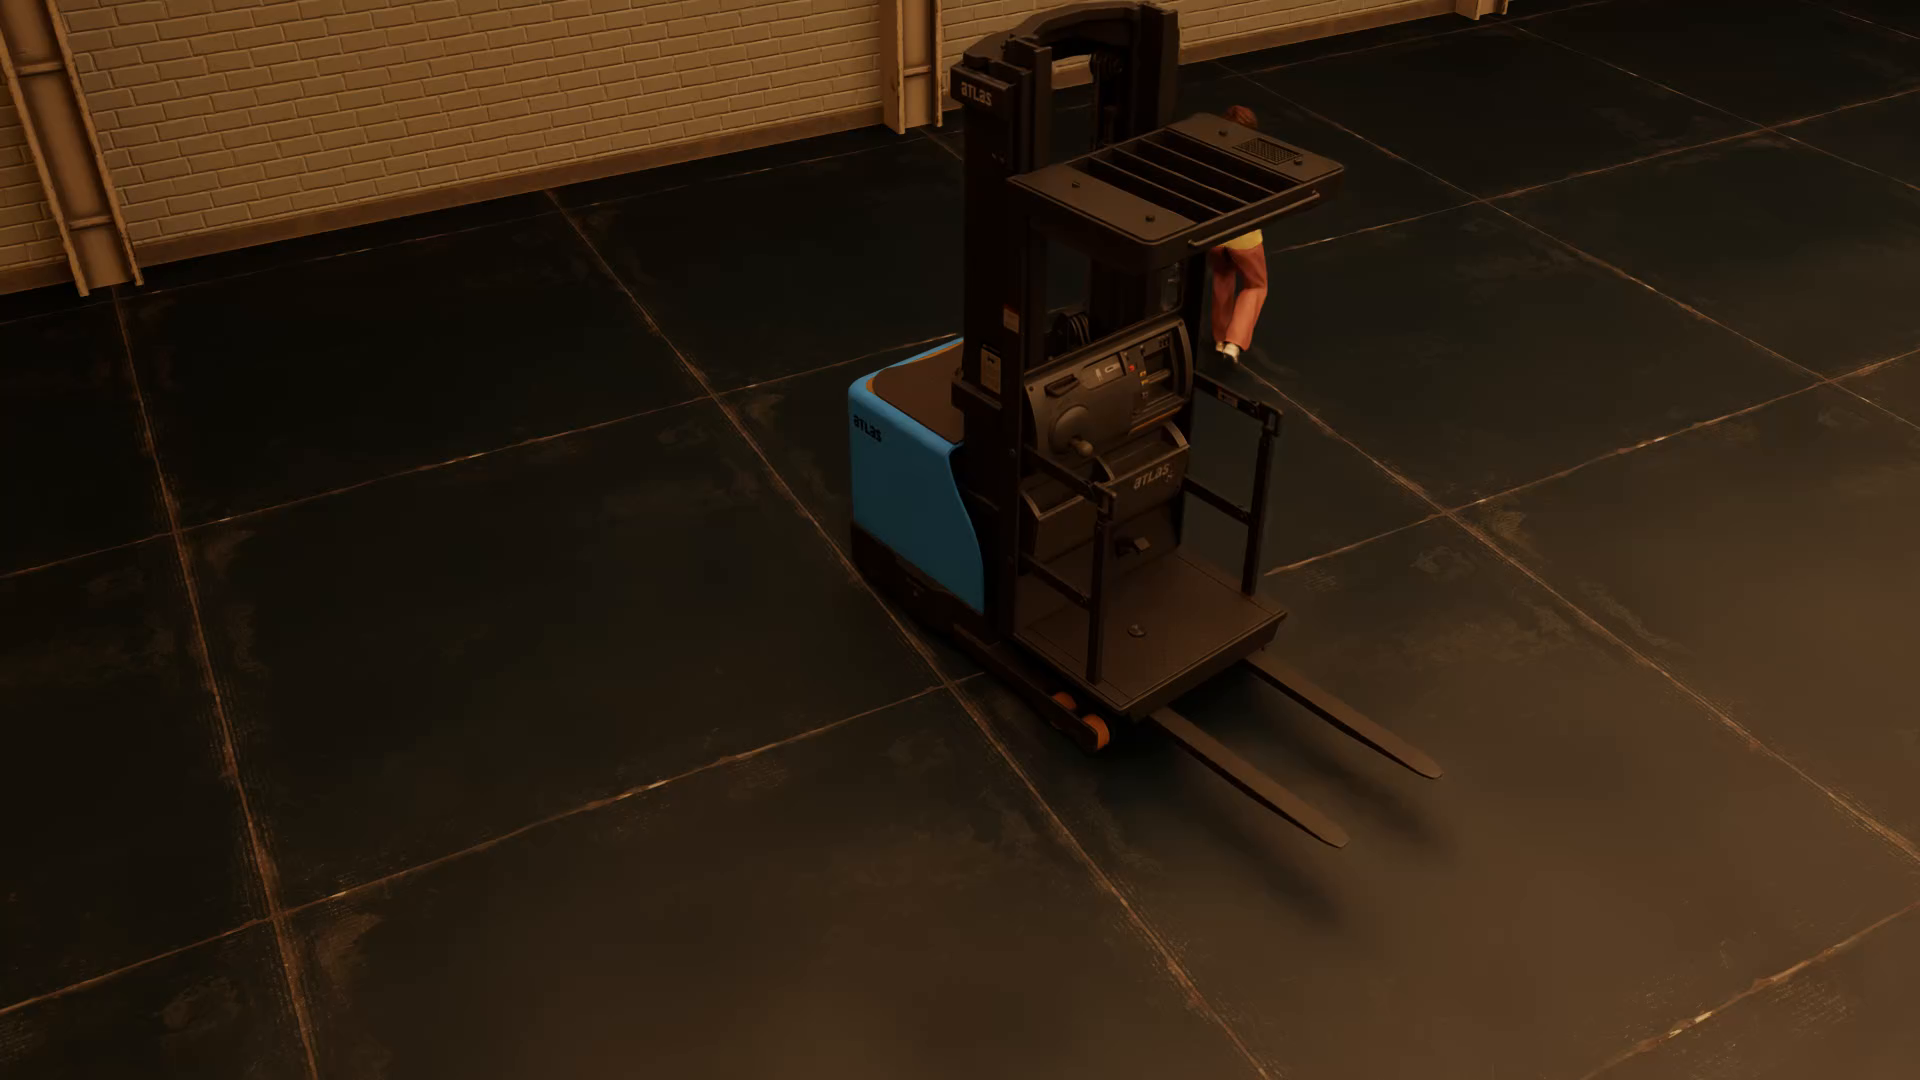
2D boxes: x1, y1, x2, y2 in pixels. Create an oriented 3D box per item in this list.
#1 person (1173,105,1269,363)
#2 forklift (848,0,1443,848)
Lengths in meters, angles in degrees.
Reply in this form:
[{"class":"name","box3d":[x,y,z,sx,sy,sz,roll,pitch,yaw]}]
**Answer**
[{"class":"person","box3d":[1.588,-1.794,9.817,0.572,1.612,0.662,14,37,18]},{"class":"forklift","box3d":[0.783,-0.593,6.962,1.130,2.935,3.031,-26,43,-32]}]
